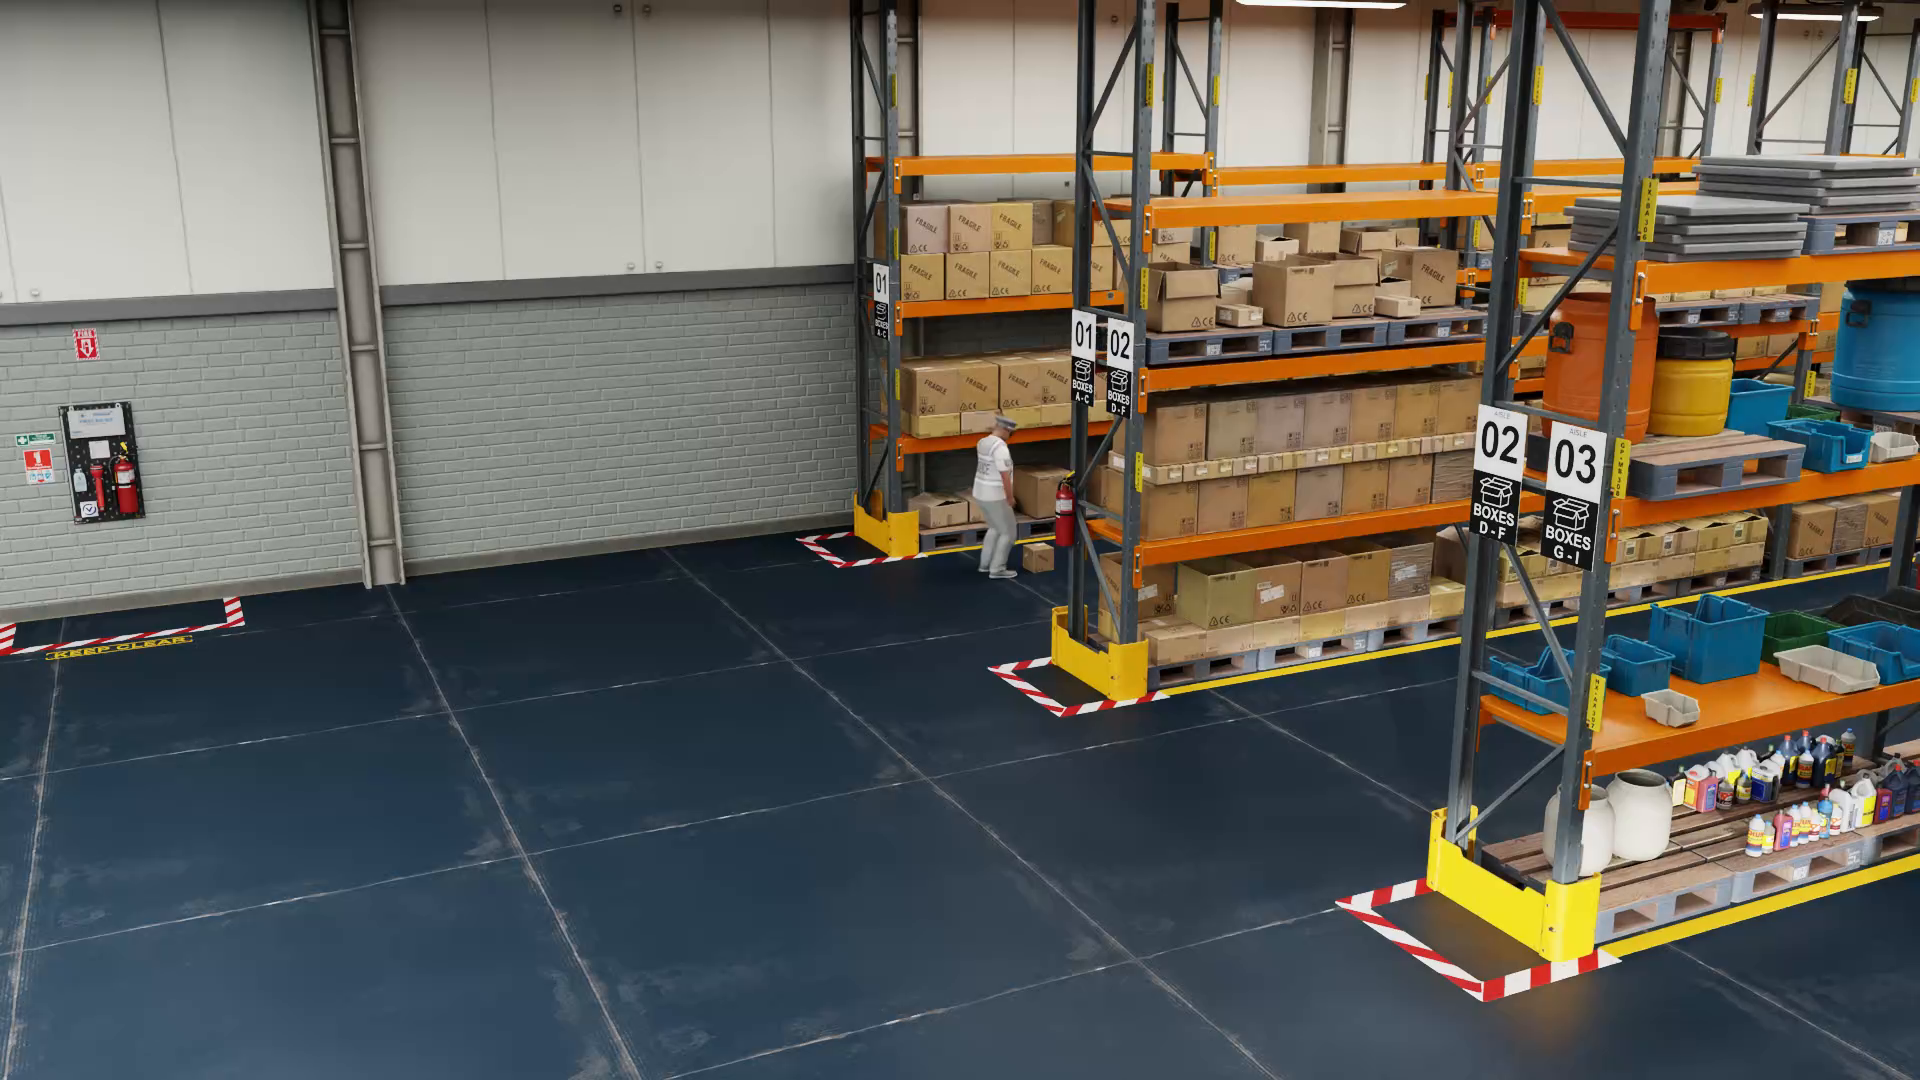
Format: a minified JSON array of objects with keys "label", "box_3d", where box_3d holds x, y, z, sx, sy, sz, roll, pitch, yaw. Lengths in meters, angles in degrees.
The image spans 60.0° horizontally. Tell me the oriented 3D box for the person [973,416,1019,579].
[{"label":"person","box_3d":[0.382,-0.458,17.623,0.475,1.710,0.554,-7,17,-24]}]
